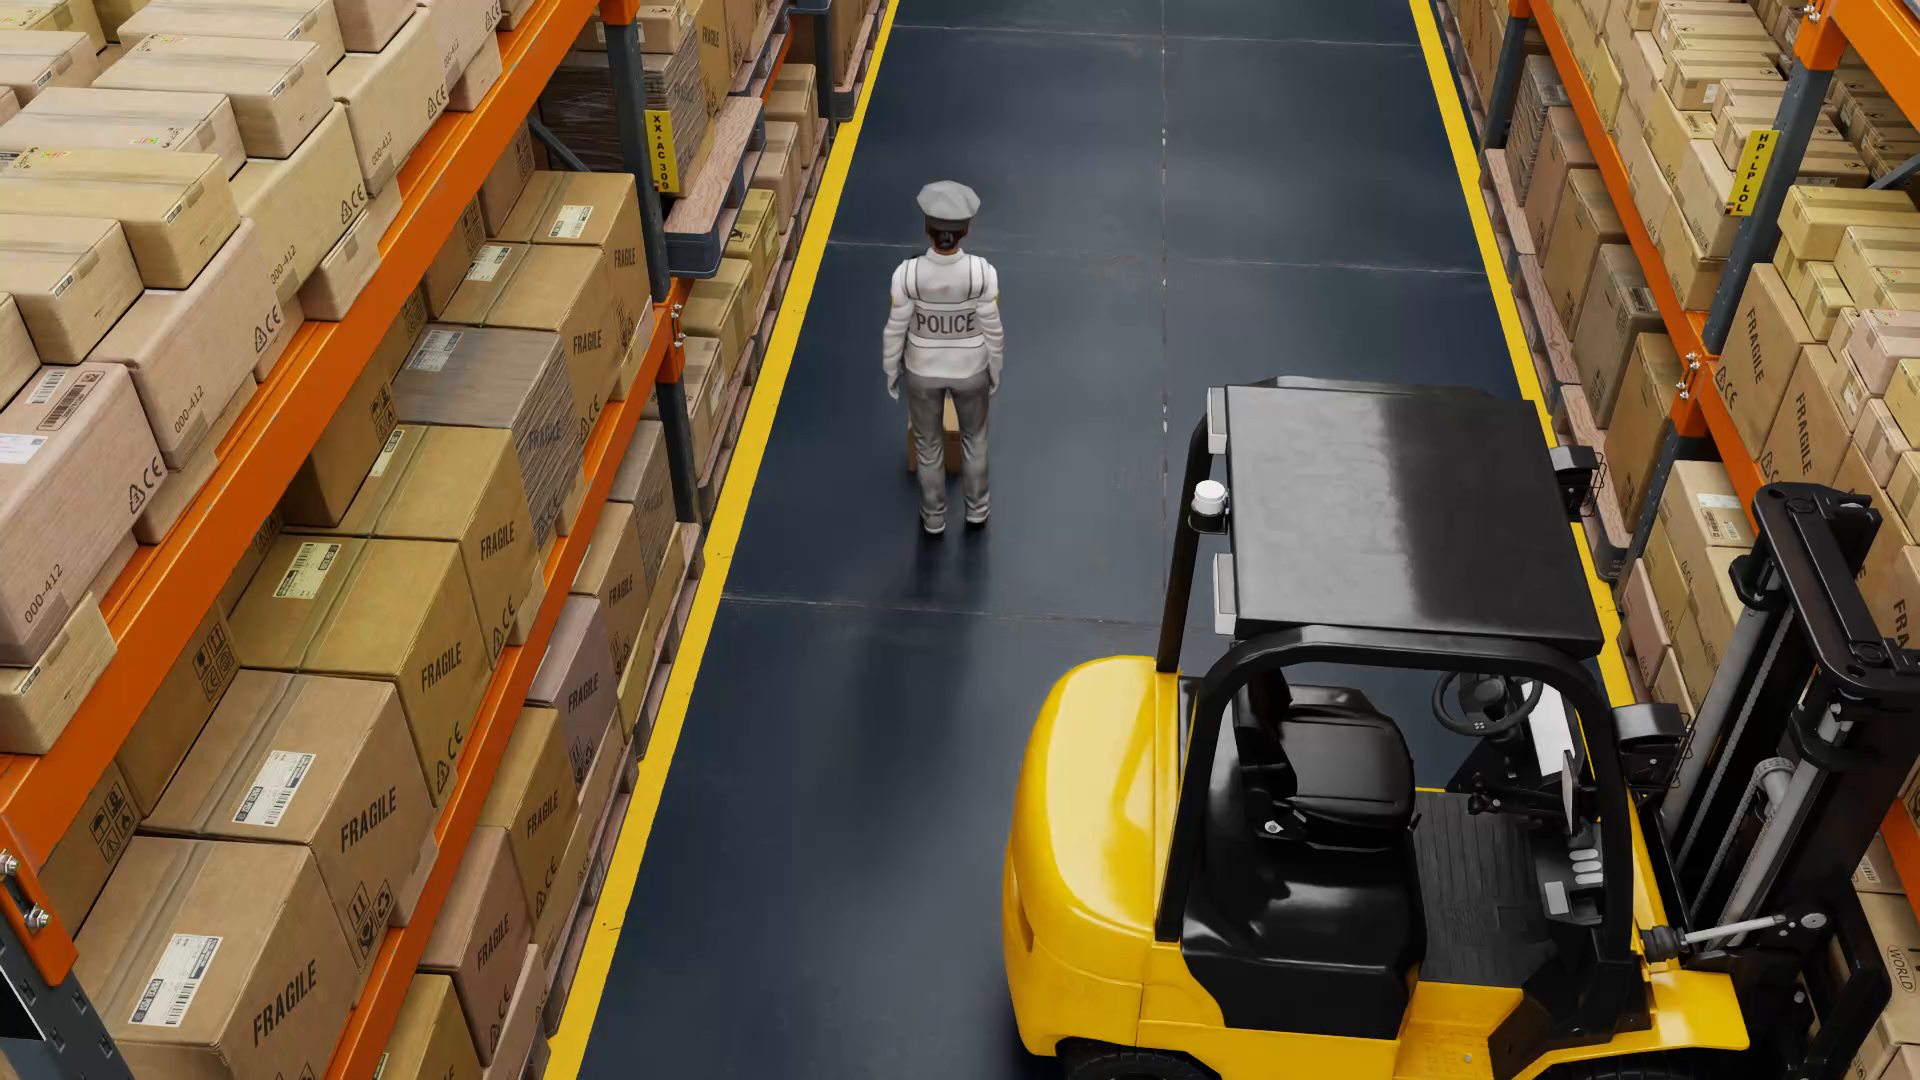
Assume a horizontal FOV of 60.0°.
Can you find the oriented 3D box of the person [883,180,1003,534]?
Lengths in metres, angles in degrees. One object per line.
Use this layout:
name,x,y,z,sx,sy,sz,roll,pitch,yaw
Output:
person,-0.072,-0.716,7.008,0.500,1.719,0.387,-1,40,-1
